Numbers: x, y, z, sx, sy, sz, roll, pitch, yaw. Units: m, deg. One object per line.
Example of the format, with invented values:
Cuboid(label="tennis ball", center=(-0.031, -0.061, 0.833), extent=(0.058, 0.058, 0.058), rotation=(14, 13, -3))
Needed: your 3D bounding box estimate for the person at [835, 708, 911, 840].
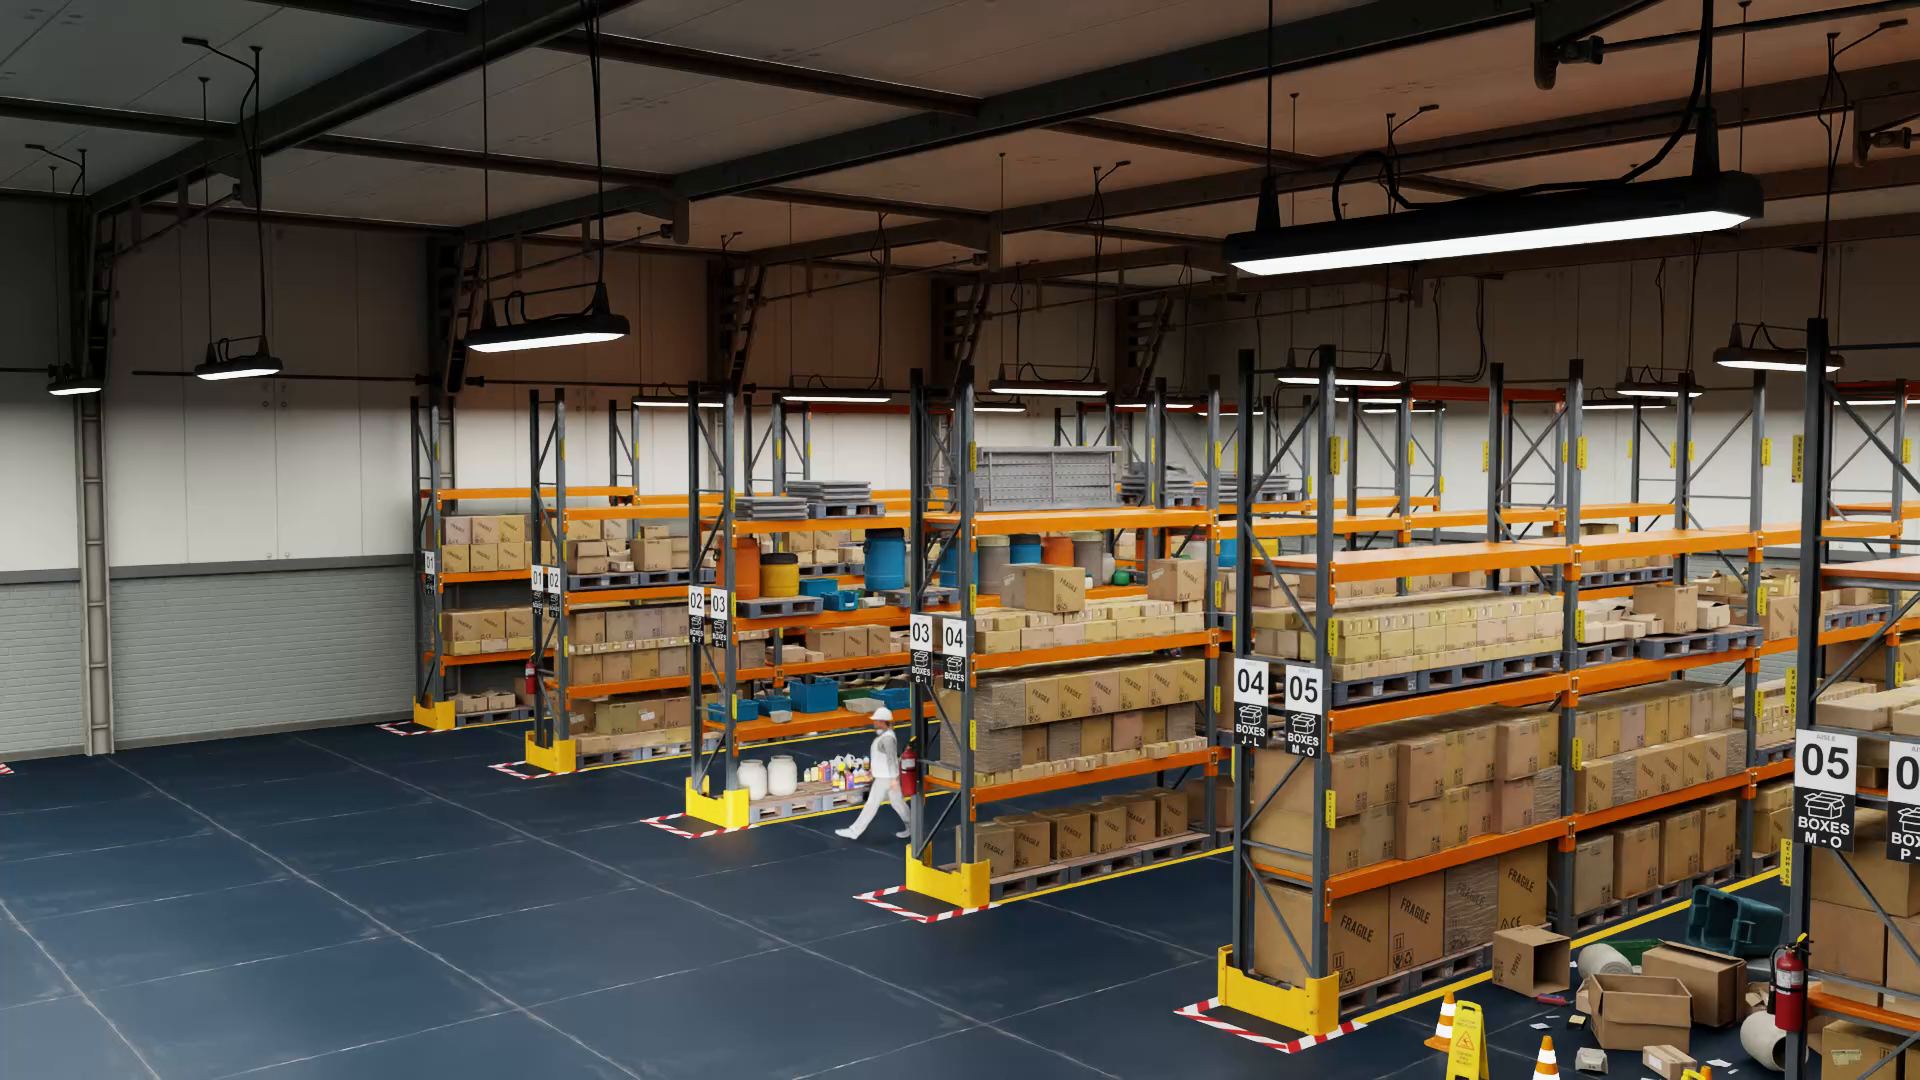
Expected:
Cuboid(label="person", center=(-1.061, 3.016, 21.528), extent=(1.076, 1.709, 0.564), rotation=(0, 3, 1))

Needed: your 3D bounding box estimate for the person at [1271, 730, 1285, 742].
Cuboid(label="person", center=(4.084, 3.144, 20.406), extent=(0.570, 1.651, 0.550), rotation=(-2, 4, -30))
